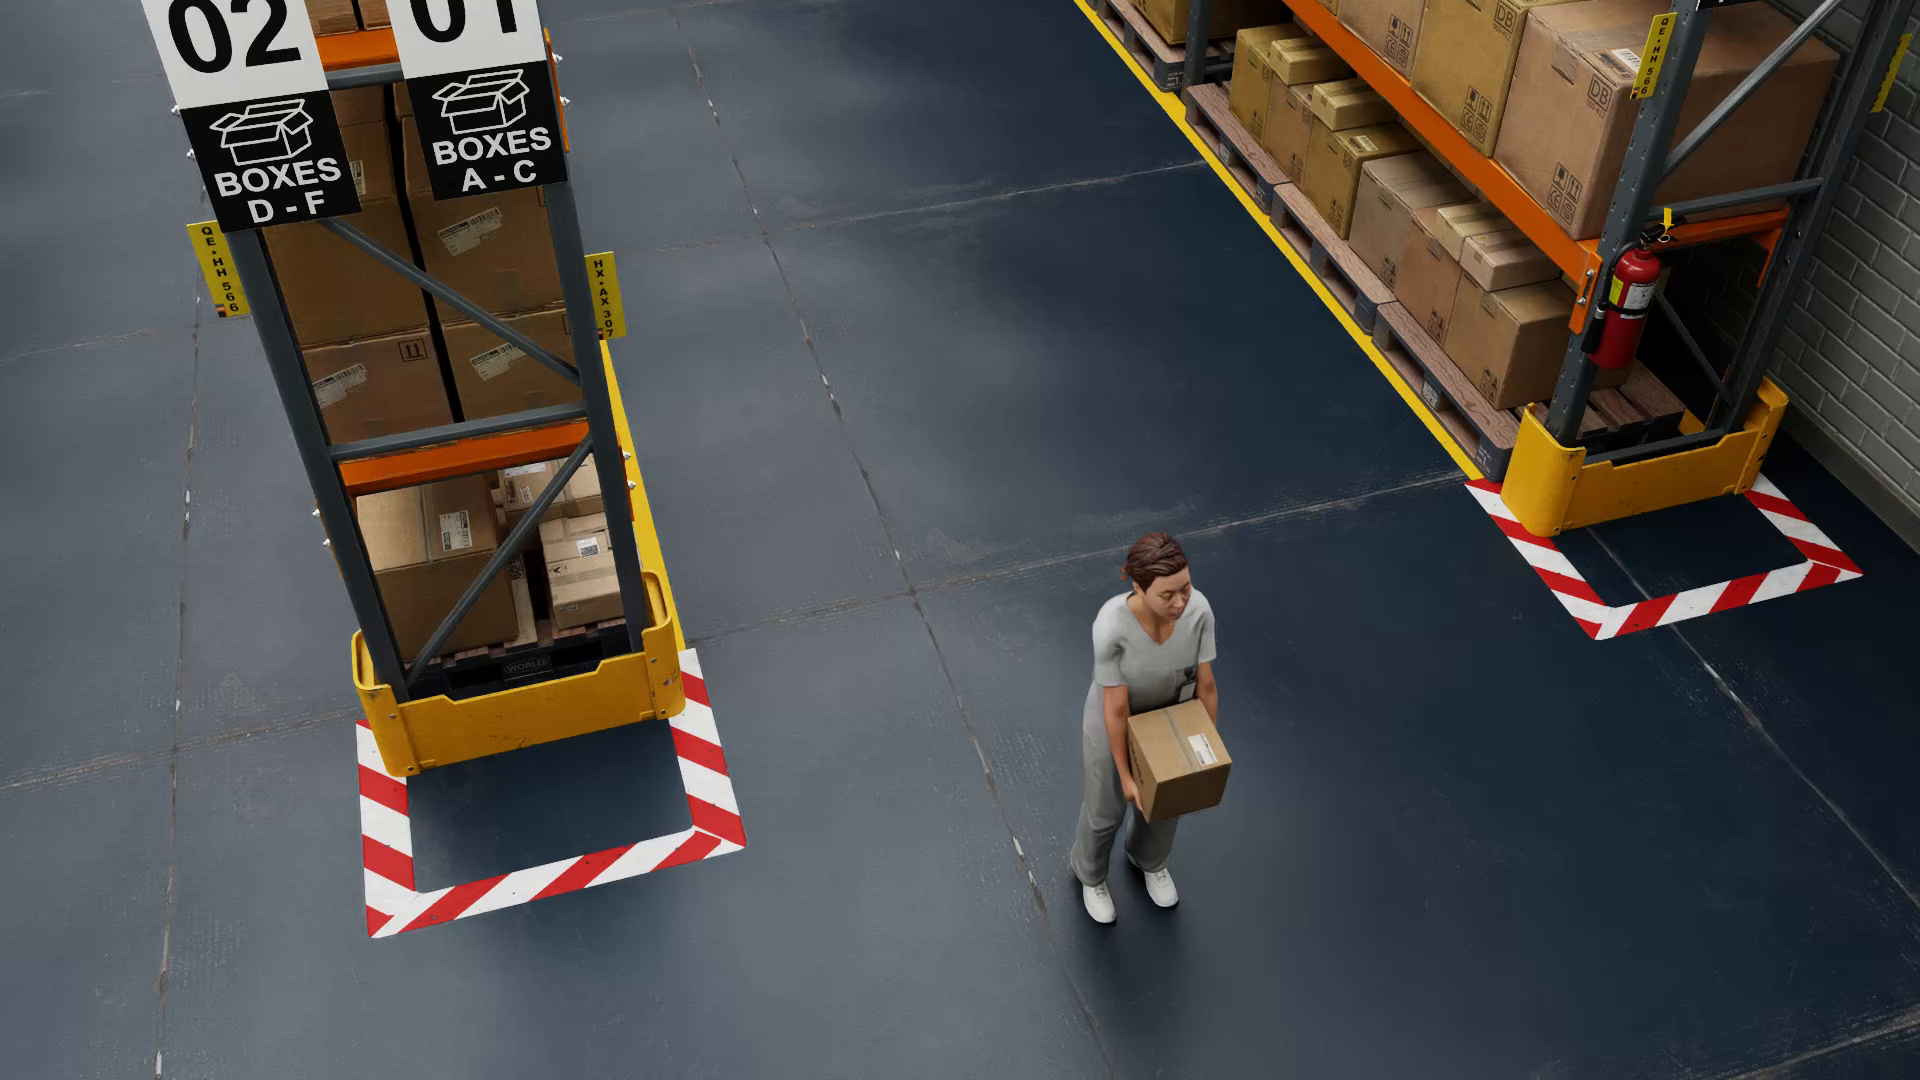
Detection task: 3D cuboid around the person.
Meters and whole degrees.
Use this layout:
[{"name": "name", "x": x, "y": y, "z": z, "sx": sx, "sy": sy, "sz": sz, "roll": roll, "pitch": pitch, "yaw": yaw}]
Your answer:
[{"name": "person", "x": 0.624, "y": 0.676, "z": 5.431, "sx": 0.411, "sy": 1.668, "sz": 0.500, "roll": -13, "pitch": 44, "yaw": -14}]
